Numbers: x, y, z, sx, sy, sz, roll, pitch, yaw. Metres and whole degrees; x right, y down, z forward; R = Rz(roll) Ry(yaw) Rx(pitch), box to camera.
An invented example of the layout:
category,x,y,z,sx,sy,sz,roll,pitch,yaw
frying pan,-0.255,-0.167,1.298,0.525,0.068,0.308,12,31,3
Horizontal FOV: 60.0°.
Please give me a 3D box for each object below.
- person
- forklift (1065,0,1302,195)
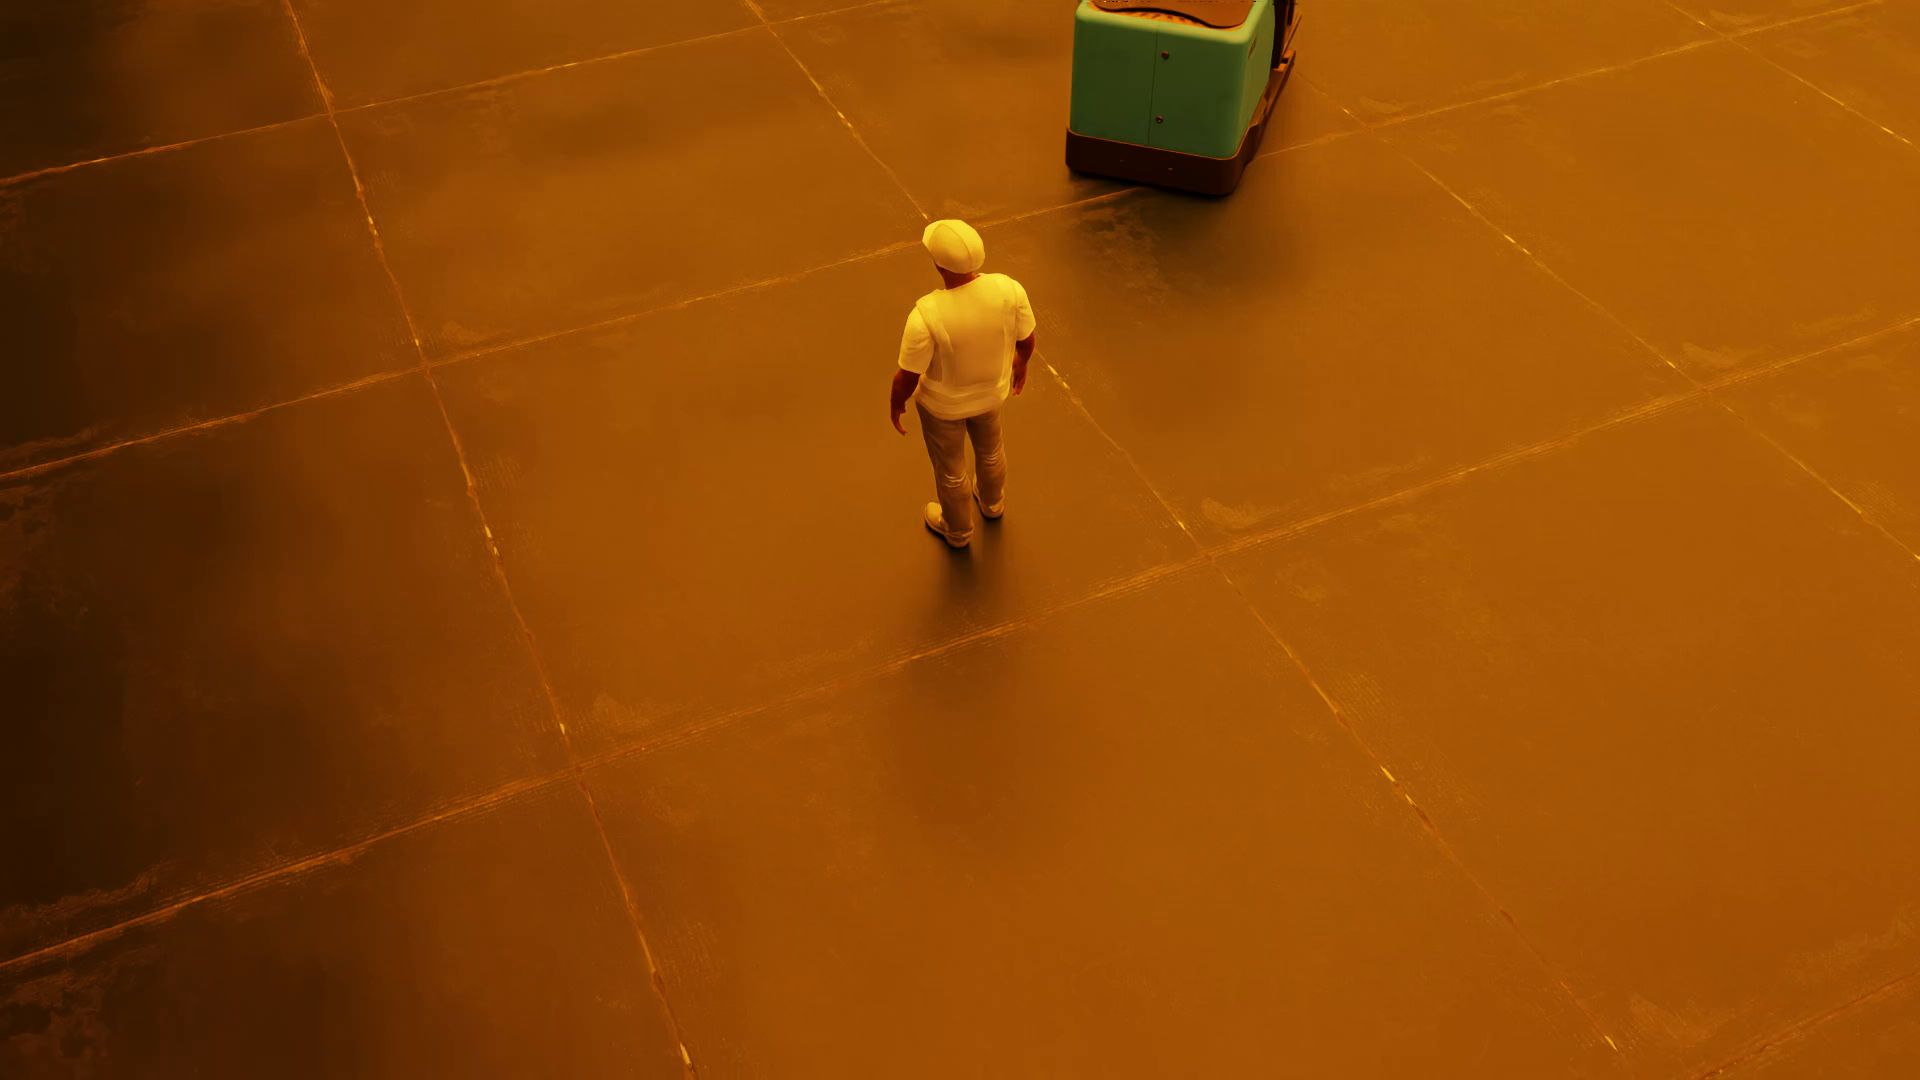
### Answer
category,x,y,z,sx,sy,sz,roll,pitch,yaw
person,-0.023,-0.696,7.269,0.665,1.765,0.577,-18,46,-18
forklift,1.613,-4.150,10.127,1.130,2.935,3.031,13,45,14
